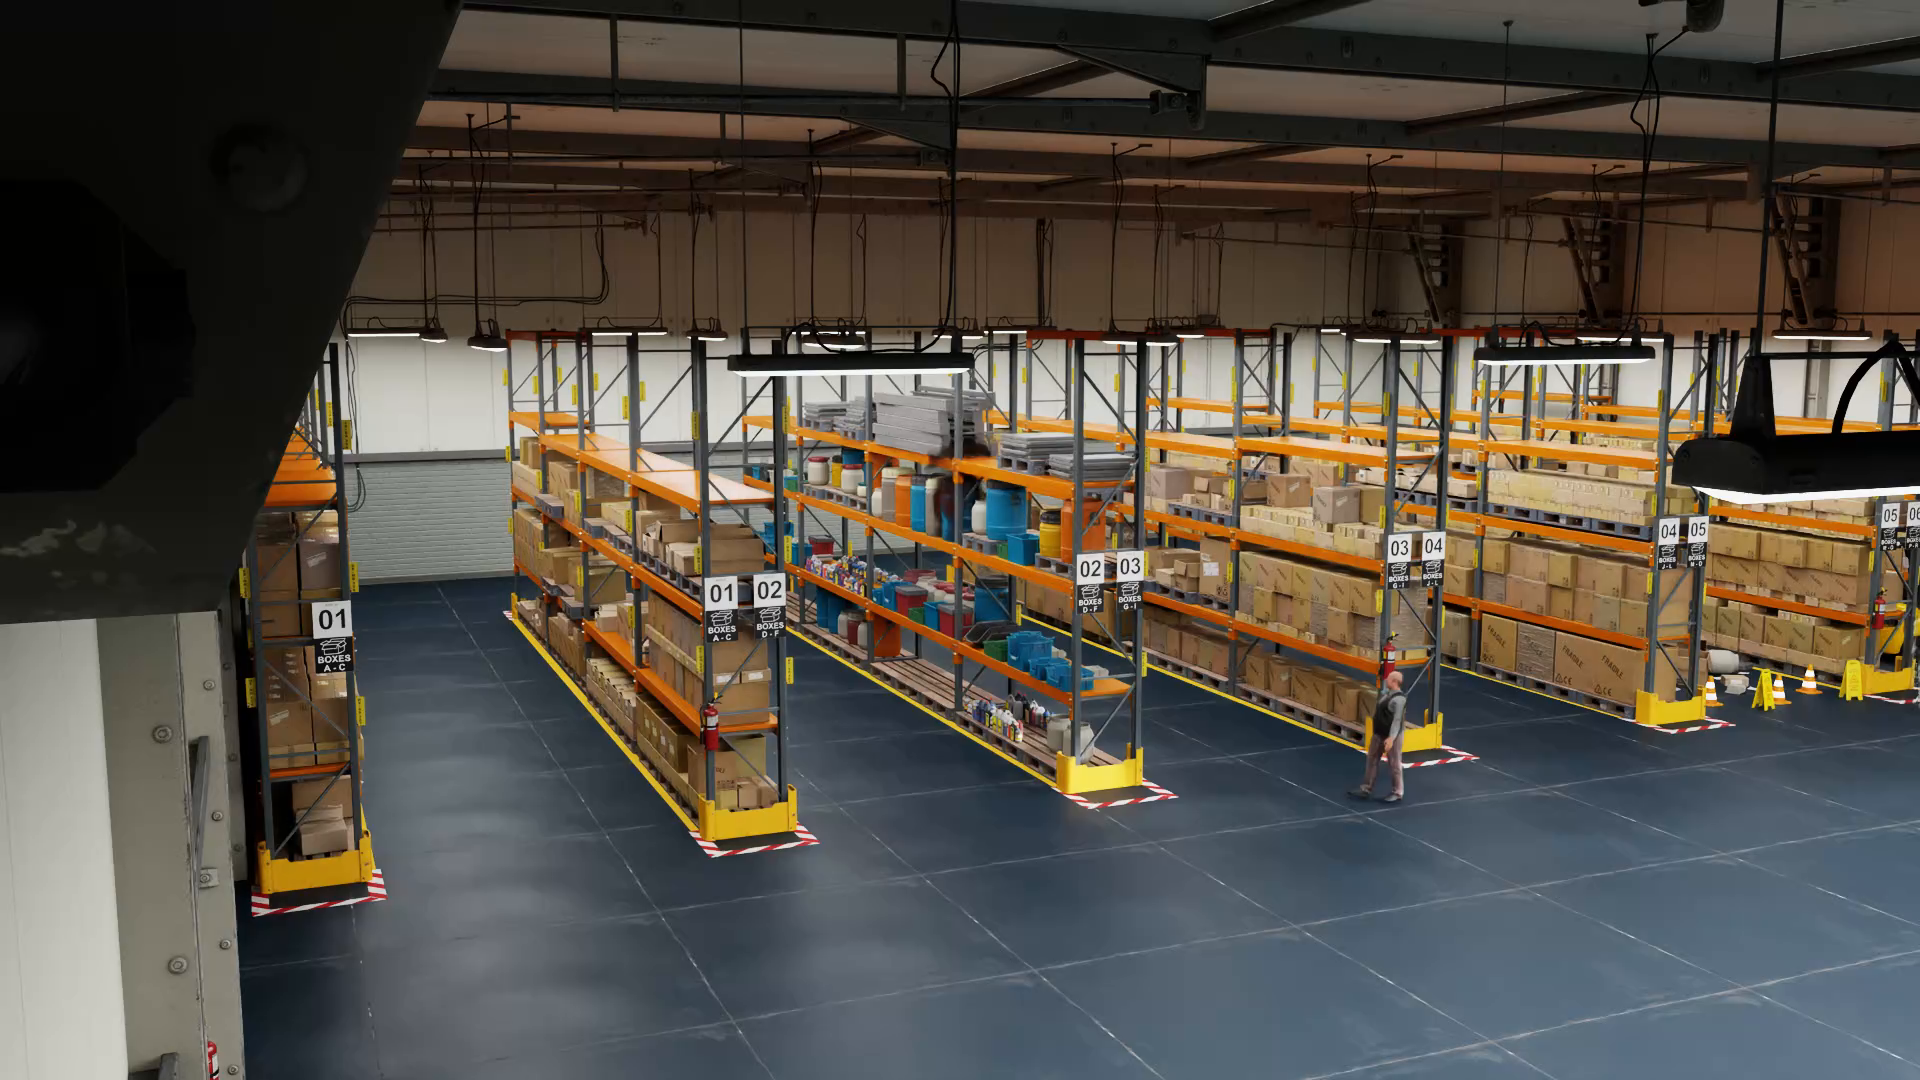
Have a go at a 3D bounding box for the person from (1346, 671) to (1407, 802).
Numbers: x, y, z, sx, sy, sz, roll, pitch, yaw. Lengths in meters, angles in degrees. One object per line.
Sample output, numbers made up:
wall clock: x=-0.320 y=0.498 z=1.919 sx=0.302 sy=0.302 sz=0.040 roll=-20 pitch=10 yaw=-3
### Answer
person: x=5.478 y=2.557 z=21.621 sx=0.655 sy=1.713 sz=0.570 roll=-4 pitch=9 yaw=-25
